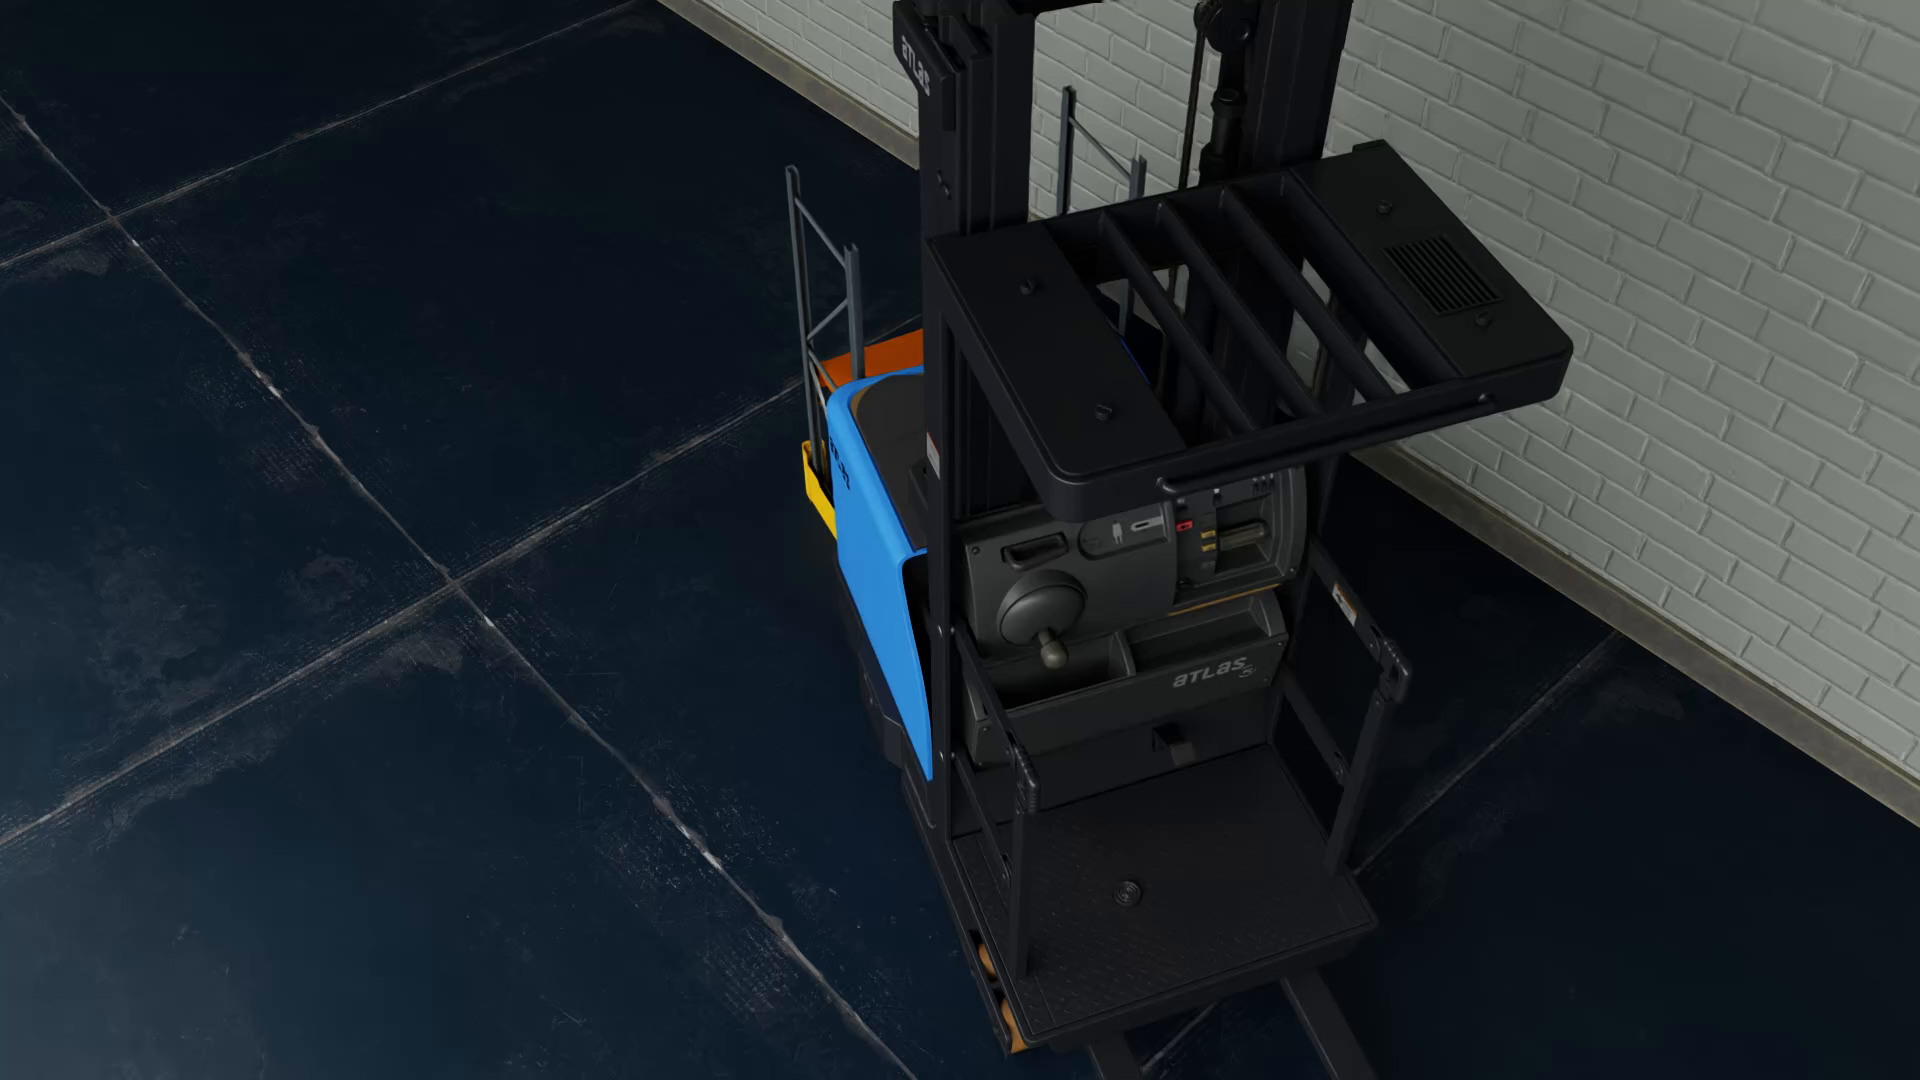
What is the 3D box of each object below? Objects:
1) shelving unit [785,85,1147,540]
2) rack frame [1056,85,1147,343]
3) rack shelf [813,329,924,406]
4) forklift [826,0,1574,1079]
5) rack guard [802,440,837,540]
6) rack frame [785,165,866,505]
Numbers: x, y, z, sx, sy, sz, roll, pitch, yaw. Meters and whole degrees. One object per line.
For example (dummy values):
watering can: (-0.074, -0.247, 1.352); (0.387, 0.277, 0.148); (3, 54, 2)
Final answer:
shelving unit: (0.012, -0.691, 5.867); (1.083, 1.500, 0.587); (-21, 51, -18)
rack frame: (0.473, -0.864, 6.027); (0.032, 1.500, 0.500); (-21, 51, -18)
rack shelf: (0.021, -0.572, 6.002); (1.000, 0.185, 0.538); (-21, 51, -18)
forklift: (0.534, 0.151, 4.116); (1.130, 2.935, 3.031); (-15, 49, -13)
rack guard: (-0.431, -0.100, 6.172); (0.087, 0.250, 0.587); (-21, 51, -18)
rack frame: (-0.432, -0.524, 5.713); (0.032, 1.500, 0.500); (-21, 51, -18)
